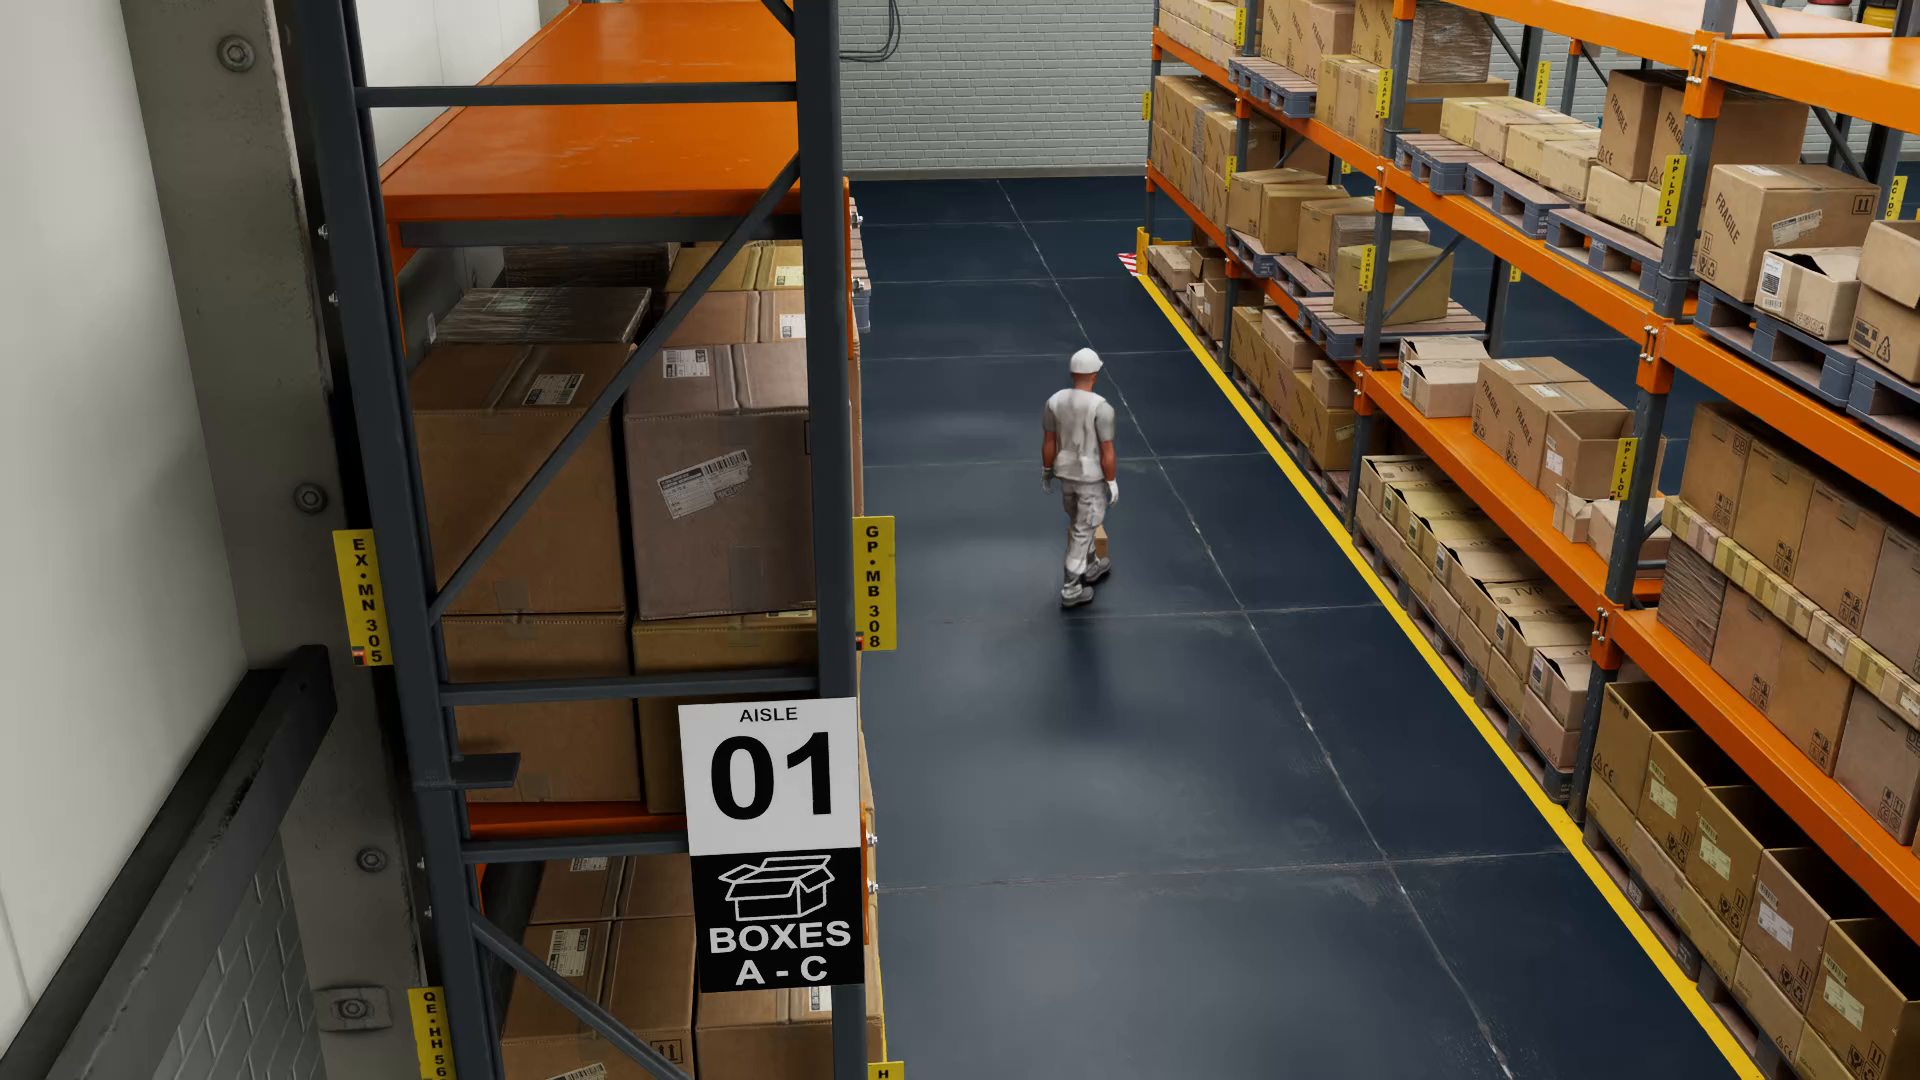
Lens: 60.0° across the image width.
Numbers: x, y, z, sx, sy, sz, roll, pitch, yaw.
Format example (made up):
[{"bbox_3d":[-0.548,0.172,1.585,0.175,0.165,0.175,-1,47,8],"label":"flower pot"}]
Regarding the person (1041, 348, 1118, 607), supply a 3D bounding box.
[{"bbox_3d":[0.909,-0.470,11.353,0.577,1.773,0.731,17,29,35],"label":"person"}]
